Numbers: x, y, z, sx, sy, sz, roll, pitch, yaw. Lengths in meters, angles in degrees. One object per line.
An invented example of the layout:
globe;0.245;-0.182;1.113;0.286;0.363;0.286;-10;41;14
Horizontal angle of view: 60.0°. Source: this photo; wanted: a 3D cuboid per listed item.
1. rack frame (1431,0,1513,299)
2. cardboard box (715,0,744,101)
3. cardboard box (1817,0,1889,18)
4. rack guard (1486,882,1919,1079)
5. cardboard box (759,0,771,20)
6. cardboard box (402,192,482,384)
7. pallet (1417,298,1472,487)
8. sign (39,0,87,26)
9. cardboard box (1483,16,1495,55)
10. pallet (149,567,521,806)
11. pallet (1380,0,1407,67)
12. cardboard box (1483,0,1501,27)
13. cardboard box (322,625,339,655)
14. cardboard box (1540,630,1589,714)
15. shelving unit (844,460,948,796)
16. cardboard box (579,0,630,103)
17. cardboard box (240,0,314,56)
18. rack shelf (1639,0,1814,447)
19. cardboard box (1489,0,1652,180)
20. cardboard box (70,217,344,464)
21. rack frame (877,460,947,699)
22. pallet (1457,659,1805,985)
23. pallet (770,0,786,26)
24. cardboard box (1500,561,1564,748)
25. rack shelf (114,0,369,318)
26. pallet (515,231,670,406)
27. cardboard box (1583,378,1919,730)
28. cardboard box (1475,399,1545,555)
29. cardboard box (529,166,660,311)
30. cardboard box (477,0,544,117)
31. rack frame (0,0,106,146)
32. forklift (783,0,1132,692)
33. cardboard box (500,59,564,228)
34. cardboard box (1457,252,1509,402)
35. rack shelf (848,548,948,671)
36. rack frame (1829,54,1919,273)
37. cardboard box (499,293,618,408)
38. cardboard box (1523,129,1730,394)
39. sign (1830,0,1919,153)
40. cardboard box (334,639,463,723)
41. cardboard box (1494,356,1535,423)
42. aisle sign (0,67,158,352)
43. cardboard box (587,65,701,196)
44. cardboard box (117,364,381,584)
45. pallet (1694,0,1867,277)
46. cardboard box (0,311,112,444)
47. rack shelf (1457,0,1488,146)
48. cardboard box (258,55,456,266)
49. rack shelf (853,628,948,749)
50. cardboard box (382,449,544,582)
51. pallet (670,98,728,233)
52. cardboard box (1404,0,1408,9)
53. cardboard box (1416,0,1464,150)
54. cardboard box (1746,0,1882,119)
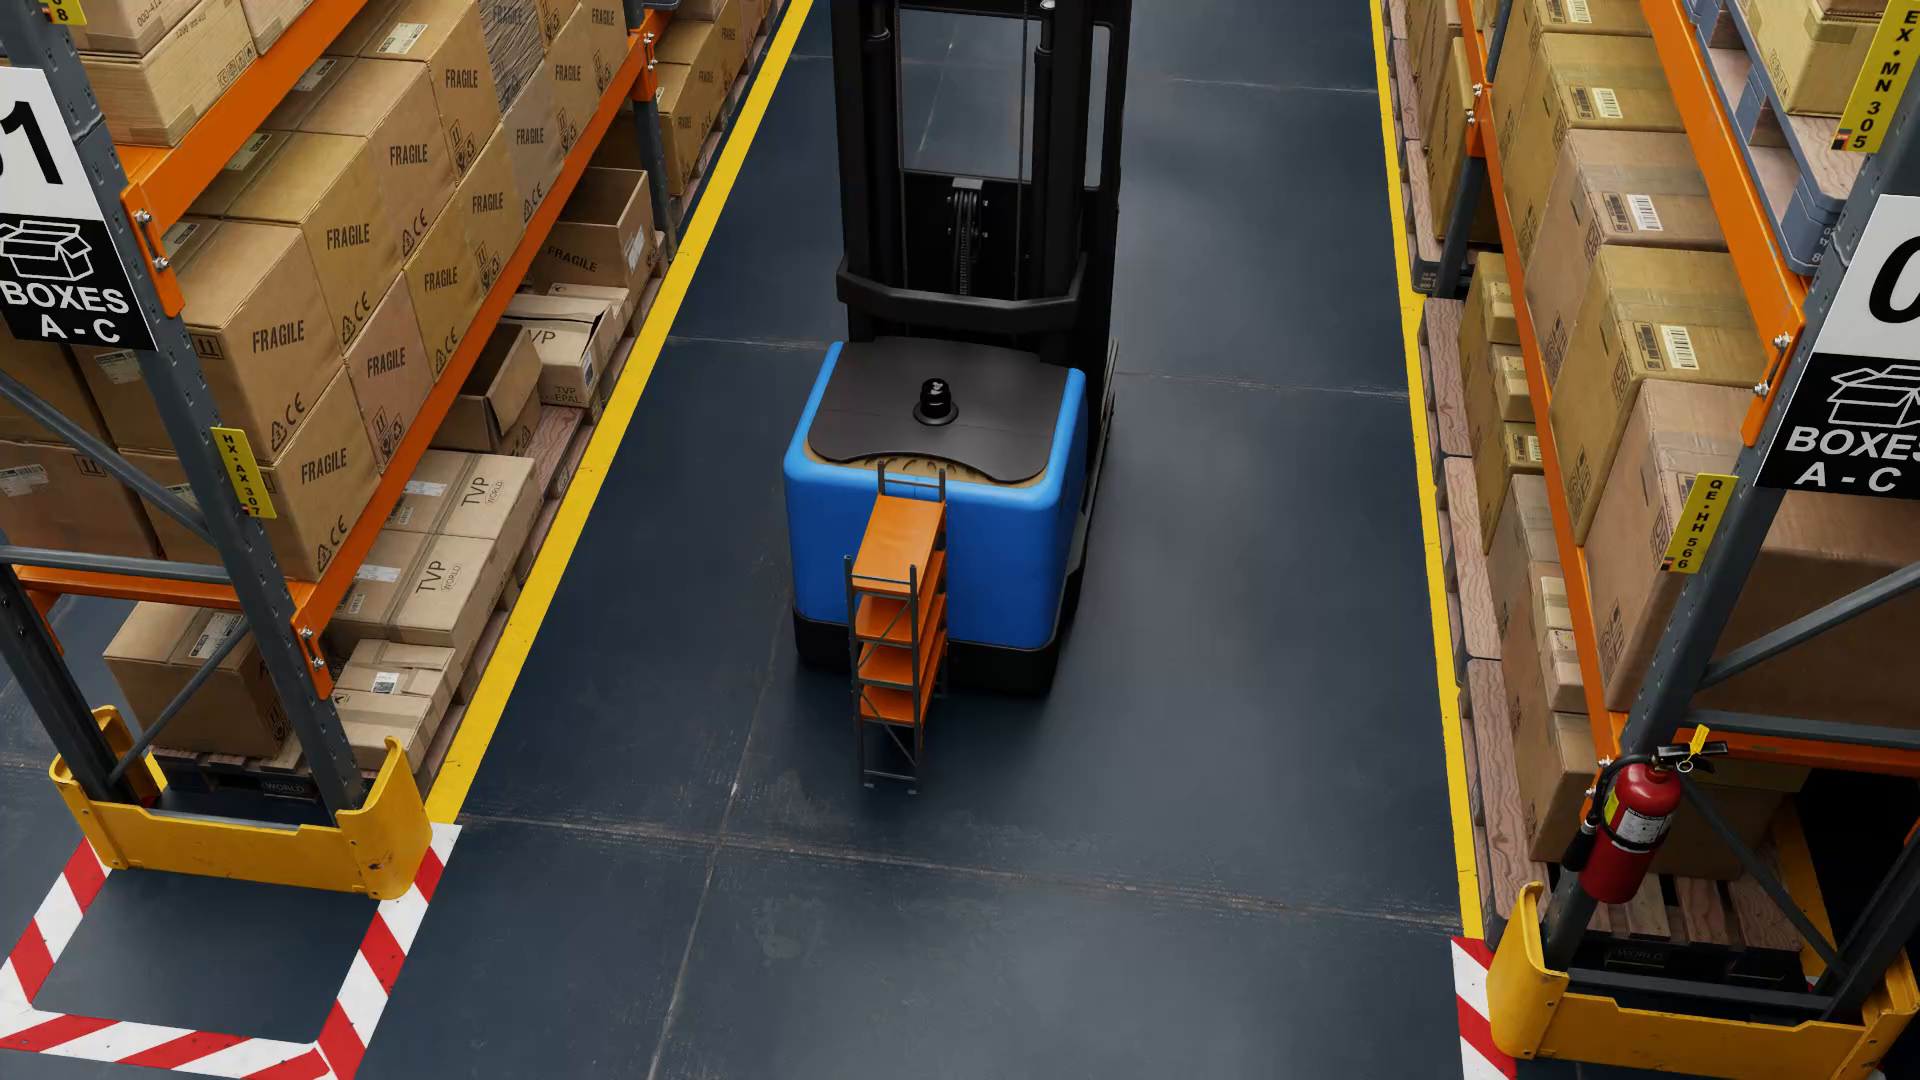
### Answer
rack frame;2.894;-2.198;7.412;1.000;3.000;0.127;5;44;6
cardboard box;-1.578;-2.910;9.662;0.500;0.500;0.500;6;44;6
cardboard box;2.192;-1.492;3.670;0.500;0.500;0.500;5;44;5
rack guard;2.362;1.452;5.375;1.175;0.500;0.348;5;44;6
cardboard box;-1.447;-3.613;10.404;0.500;0.500;0.500;4;44;4
cardboard box;-2.093;-0.929;5.999;0.500;0.500;0.500;5;44;5
pallet;2.716;-0.675;7.831;1.003;0.211;1.213;5;44;6
sign;-2.007;-1.277;3.622;0.100;0.325;0.005;5;44;6
cardboard box;2.659;-2.371;7.762;0.380;0.149;0.250;6;44;6
pallet;-2.431;0.497;6.594;1.003;0.211;1.213;5;44;6
pallet;3.244;-3.381;10.690;1.003;0.211;1.213;5;44;6
cardboard box;2.706;-2.687;7.625;0.500;0.500;0.500;5;44;5
cardboard box;-2.575;0.288;6.527;0.380;0.166;0.250;5;44;6
cardboard box;2.195;0.457;5.649;0.380;0.149;0.250;5;44;5
shelving unit;-0.216;0.341;6.039;0.258;1.200;0.503;7;44;8
cardboard box;-1.828;-2.318;7.466;0.500;0.500;0.500;6;44;6
cardboard box;-2.146;-1.621;4.730;0.500;0.250;0.500;5;44;6
rack shelf;2.630;-1.663;5.189;1.077;0.370;4.000;5;44;6
cardboard box;2.807;-1.939;6.920;0.980;0.700;0.700;6;44;6
cardboard box;-2.225;-0.598;4.922;0.500;0.500;0.500;6;44;7
rack frame;-0.170;0.176;6.213;0.240;1.200;0.015;7;44;8
pallet;2.394;0.988;6.075;1.003;0.211;1.213;5;44;6
pallet;-1.624;-3.854;11.189;1.003;0.211;1.213;5;44;6
cardboard box;2.425;0.456;6.122;0.700;0.500;0.500;5;44;5
rack shelf;-2.281;-2.111;5.662;1.077;0.370;4.000;5;44;6
pallet;-2.108;-1.166;8.350;1.003;0.211;1.213;5;44;6
cardboard box;2.423;0.070;4.798;0.980;0.700;0.700;7;44;7
cardboard box;2.554;-0.251;6.868;0.700;0.500;0.500;6;44;6
cardboard box;-1.810;-1.484;8.156;0.500;0.500;0.500;5;44;6
cardboard box;-1.958;-1.984;6.386;0.500;0.500;0.500;6;44;6
rack frame;-2.545;-2.098;2.943;1.000;3.000;0.127;5;44;6
forklift;0.117;-1.490;6.714;1.130;2.935;3.031;7;44;8
cardboard box;-1.960;-1.617;6.725;0.500;0.500;0.500;6;44;6
cardboard box;2.694;-0.943;7.599;0.700;0.500;0.500;6;44;6
rack shelf;-0.216;0.228;5.932;0.258;0.148;0.480;7;44;8
rack frame;2.366;-1.651;2.471;1.000;3.000;0.127;5;44;6
cardboard box;-1.910;-0.904;7.681;0.500;0.311;0.500;5;44;6
cardboard box;2.618;-0.945;5.871;0.980;0.700;0.700;3;44;3
sign;1.830;-0.913;3.287;0.100;0.325;0.005;5;44;6
cardboard box;-2.116;0.525;6.277;0.380;0.166;0.250;5;44;6
cardboard box;2.399;-0.606;6.771;0.380;0.149;0.250;4;44;4
aisle sign;-2.263;-0.791;4.035;0.394;0.787;0.004;5;44;6
cardboard box;-1.711;-2.206;8.918;0.500;0.500;0.500;3;44;4
cardboard box;-2.225;-0.235;5.266;0.500;0.500;0.500;6;44;6
pallet;2.453;-1.036;4.067;1.003;0.211;1.213;5;44;6
cardboard box;-2.759;-0.648;4.975;0.500;0.500;0.500;5;44;5
rack shelf;3.159;-3.300;9.099;1.077;0.370;4.000;5;44;6
cardboard box;-2.092;-1.295;5.659;0.500;0.500;0.500;6;44;6
rack shelf;-0.216;0.534;6.222;0.258;0.148;0.480;7;44;8
cardboard box;-2.060;-0.108;6.884;0.500;0.250;0.500;5;44;6
pallet;-1.946;-2.191;9.433;1.003;0.211;1.213;5;44;6
cardboard box;3.196;-3.807;10.369;0.750;0.750;0.750;5;44;5
cardboard box;2.966;-2.631;9.127;0.750;0.750;0.750;6;44;7
cardboard box;2.199;-1.219;3.927;0.500;0.250;0.500;6;44;7
